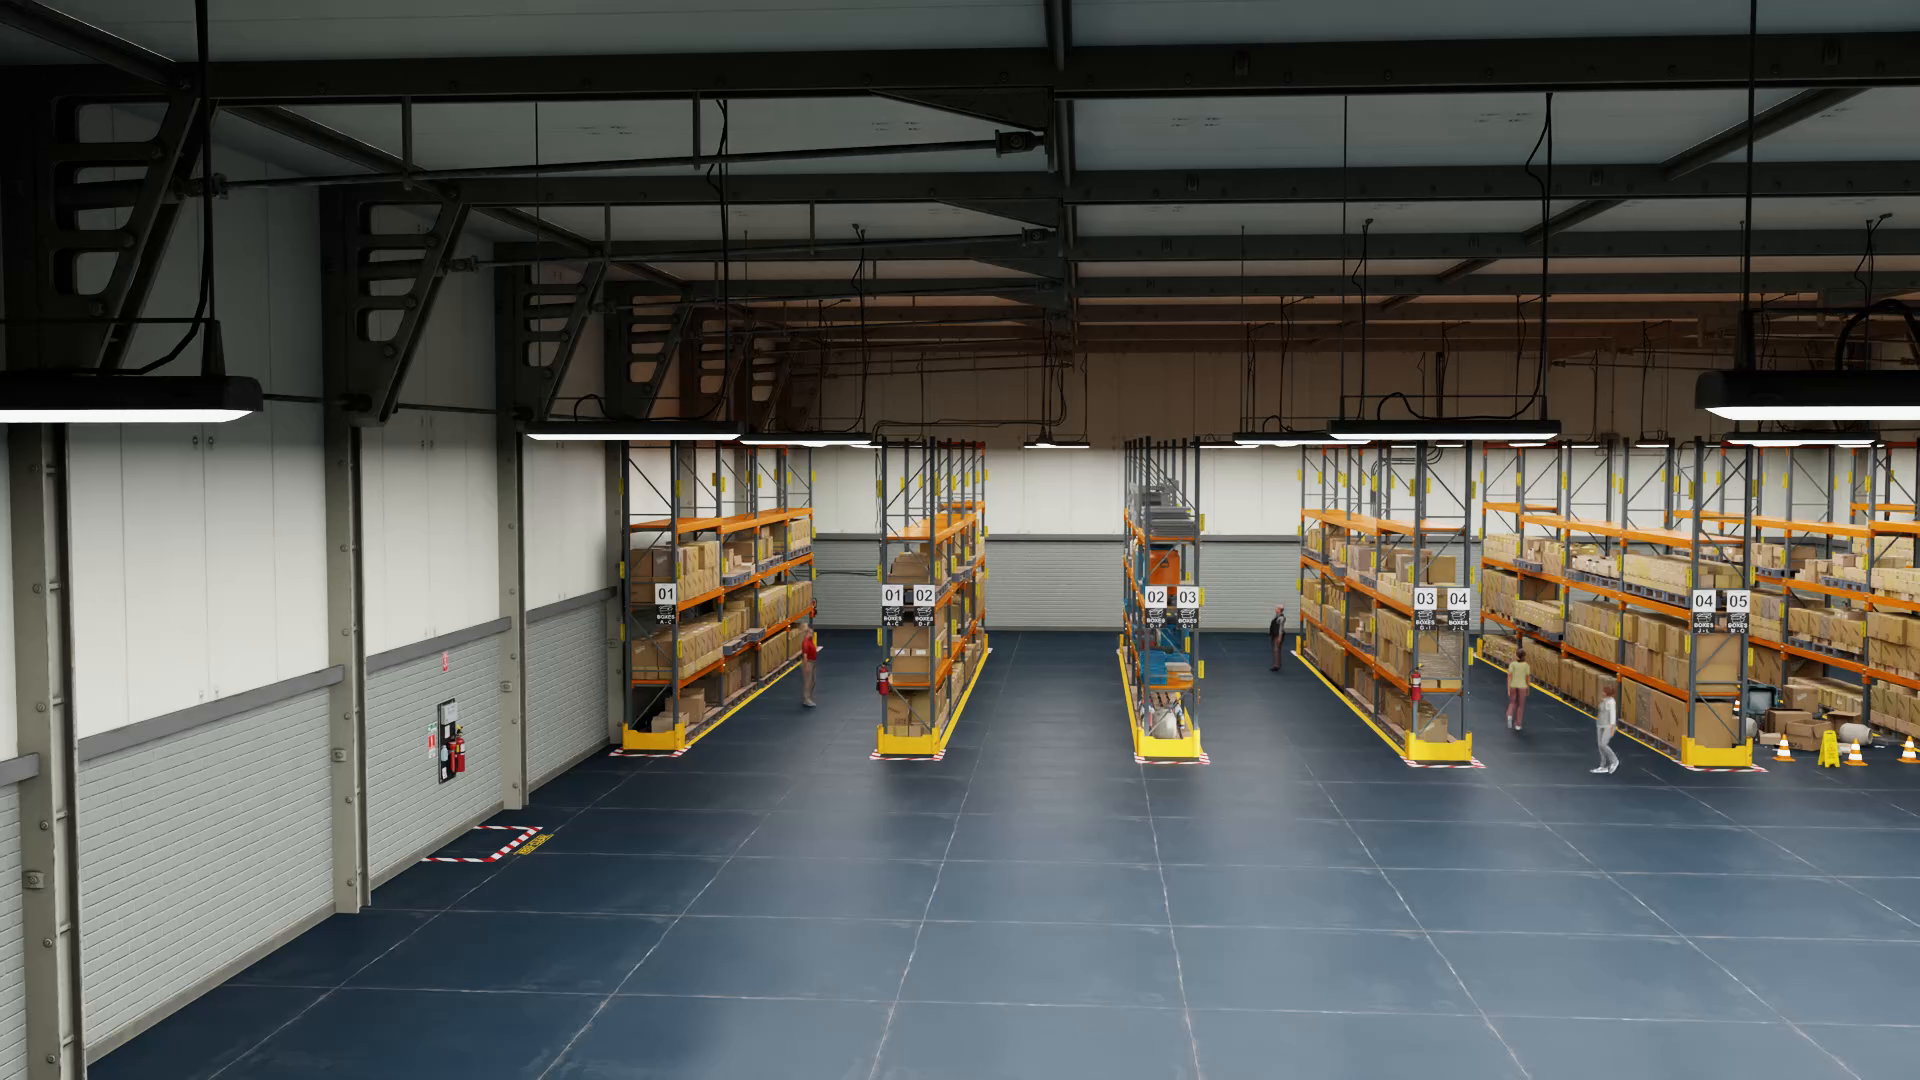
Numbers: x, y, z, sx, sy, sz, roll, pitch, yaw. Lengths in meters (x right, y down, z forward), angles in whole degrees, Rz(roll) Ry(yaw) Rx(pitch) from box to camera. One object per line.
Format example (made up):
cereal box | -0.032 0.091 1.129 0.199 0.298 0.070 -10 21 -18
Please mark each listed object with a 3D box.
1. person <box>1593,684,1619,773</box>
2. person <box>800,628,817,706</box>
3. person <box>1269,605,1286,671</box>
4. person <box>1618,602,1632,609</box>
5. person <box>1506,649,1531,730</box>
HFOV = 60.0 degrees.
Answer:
person | 11.440 3.337 29.416 0.419 1.594 0.442 -1 3 -20
person | -3.397 2.900 37.539 0.393 1.825 0.614 0 3 8
person | 8.231 2.550 43.439 0.575 1.714 0.535 -1 3 -25
person | 18.276 2.382 45.887 0.496 1.736 0.971 2 4 38
person | 11.420 3.056 34.013 0.445 1.663 0.524 2 4 38
